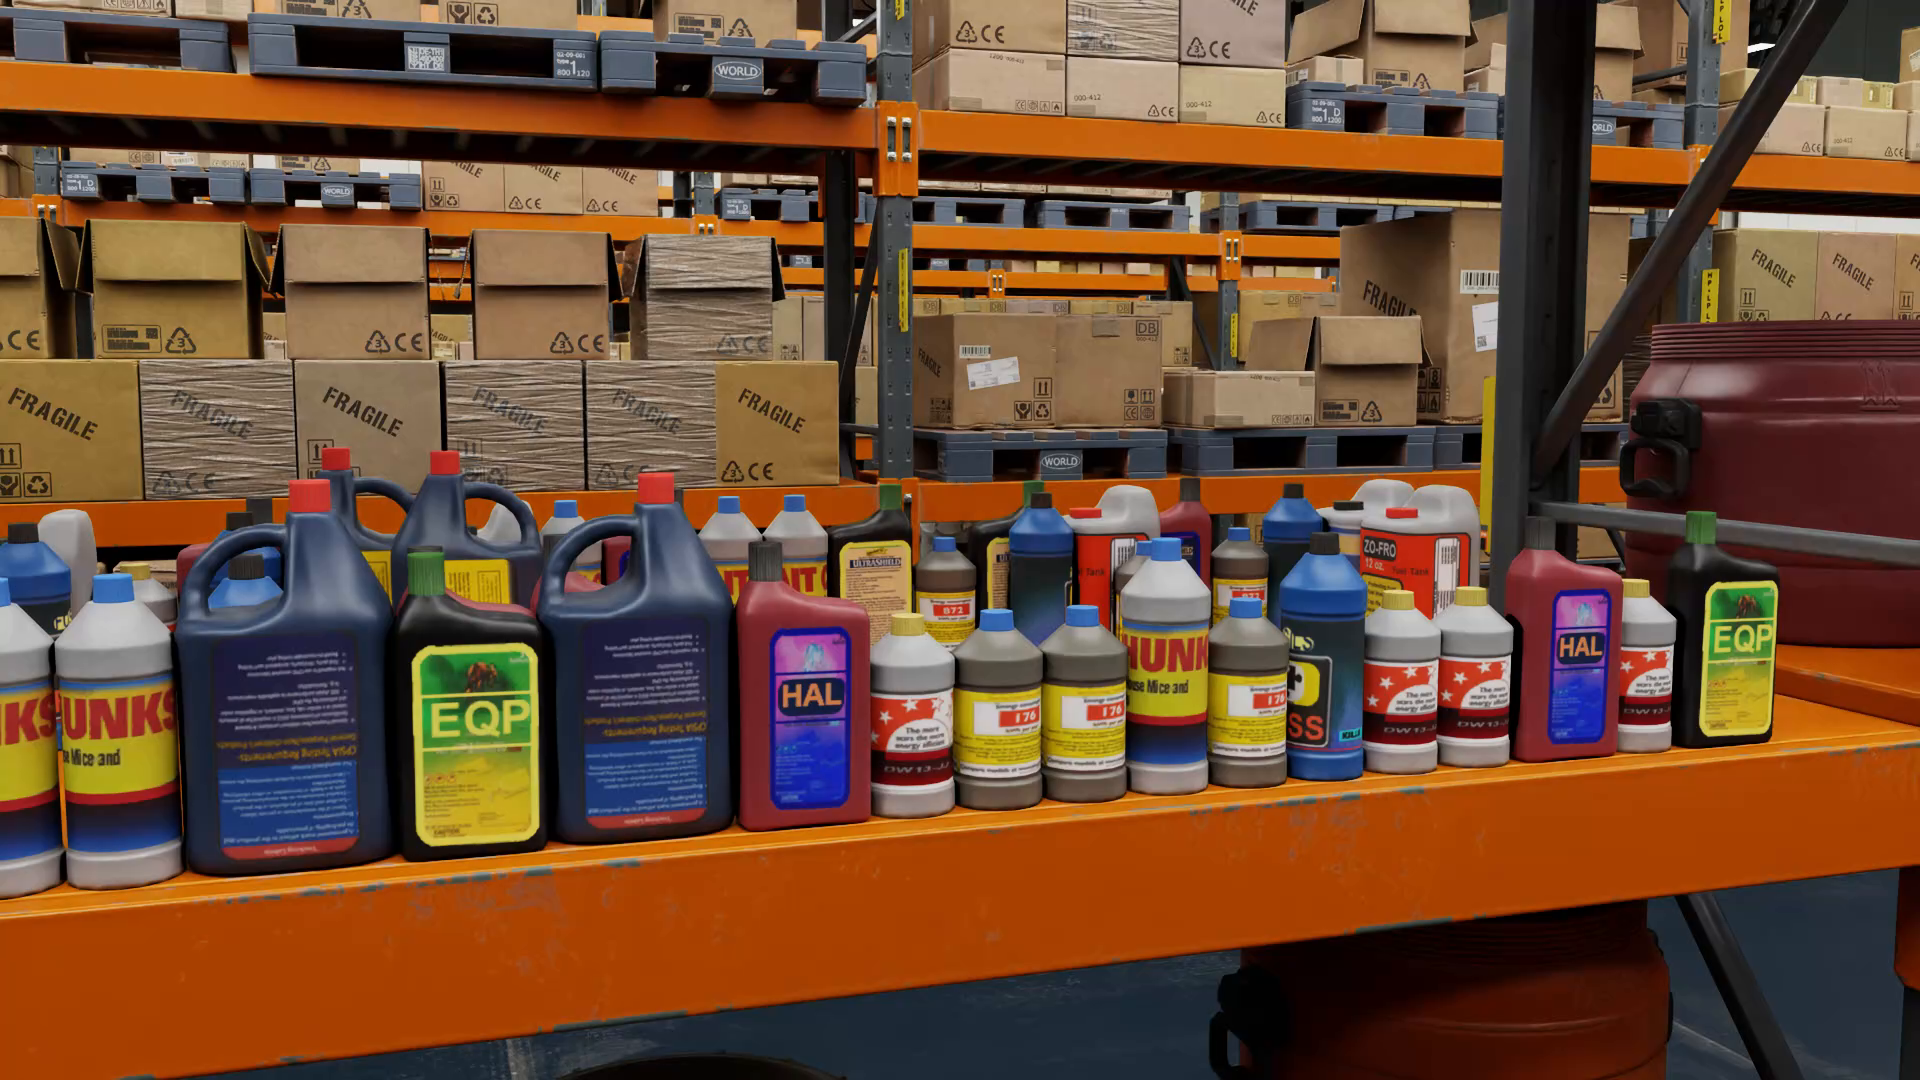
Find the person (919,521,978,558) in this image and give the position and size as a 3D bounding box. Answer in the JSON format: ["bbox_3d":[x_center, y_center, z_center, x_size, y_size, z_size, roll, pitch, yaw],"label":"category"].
[{"bbox_3d":[0.011,-0.035,9.008,0.627,1.779,0.439,4,7,37],"label":"person"}]
